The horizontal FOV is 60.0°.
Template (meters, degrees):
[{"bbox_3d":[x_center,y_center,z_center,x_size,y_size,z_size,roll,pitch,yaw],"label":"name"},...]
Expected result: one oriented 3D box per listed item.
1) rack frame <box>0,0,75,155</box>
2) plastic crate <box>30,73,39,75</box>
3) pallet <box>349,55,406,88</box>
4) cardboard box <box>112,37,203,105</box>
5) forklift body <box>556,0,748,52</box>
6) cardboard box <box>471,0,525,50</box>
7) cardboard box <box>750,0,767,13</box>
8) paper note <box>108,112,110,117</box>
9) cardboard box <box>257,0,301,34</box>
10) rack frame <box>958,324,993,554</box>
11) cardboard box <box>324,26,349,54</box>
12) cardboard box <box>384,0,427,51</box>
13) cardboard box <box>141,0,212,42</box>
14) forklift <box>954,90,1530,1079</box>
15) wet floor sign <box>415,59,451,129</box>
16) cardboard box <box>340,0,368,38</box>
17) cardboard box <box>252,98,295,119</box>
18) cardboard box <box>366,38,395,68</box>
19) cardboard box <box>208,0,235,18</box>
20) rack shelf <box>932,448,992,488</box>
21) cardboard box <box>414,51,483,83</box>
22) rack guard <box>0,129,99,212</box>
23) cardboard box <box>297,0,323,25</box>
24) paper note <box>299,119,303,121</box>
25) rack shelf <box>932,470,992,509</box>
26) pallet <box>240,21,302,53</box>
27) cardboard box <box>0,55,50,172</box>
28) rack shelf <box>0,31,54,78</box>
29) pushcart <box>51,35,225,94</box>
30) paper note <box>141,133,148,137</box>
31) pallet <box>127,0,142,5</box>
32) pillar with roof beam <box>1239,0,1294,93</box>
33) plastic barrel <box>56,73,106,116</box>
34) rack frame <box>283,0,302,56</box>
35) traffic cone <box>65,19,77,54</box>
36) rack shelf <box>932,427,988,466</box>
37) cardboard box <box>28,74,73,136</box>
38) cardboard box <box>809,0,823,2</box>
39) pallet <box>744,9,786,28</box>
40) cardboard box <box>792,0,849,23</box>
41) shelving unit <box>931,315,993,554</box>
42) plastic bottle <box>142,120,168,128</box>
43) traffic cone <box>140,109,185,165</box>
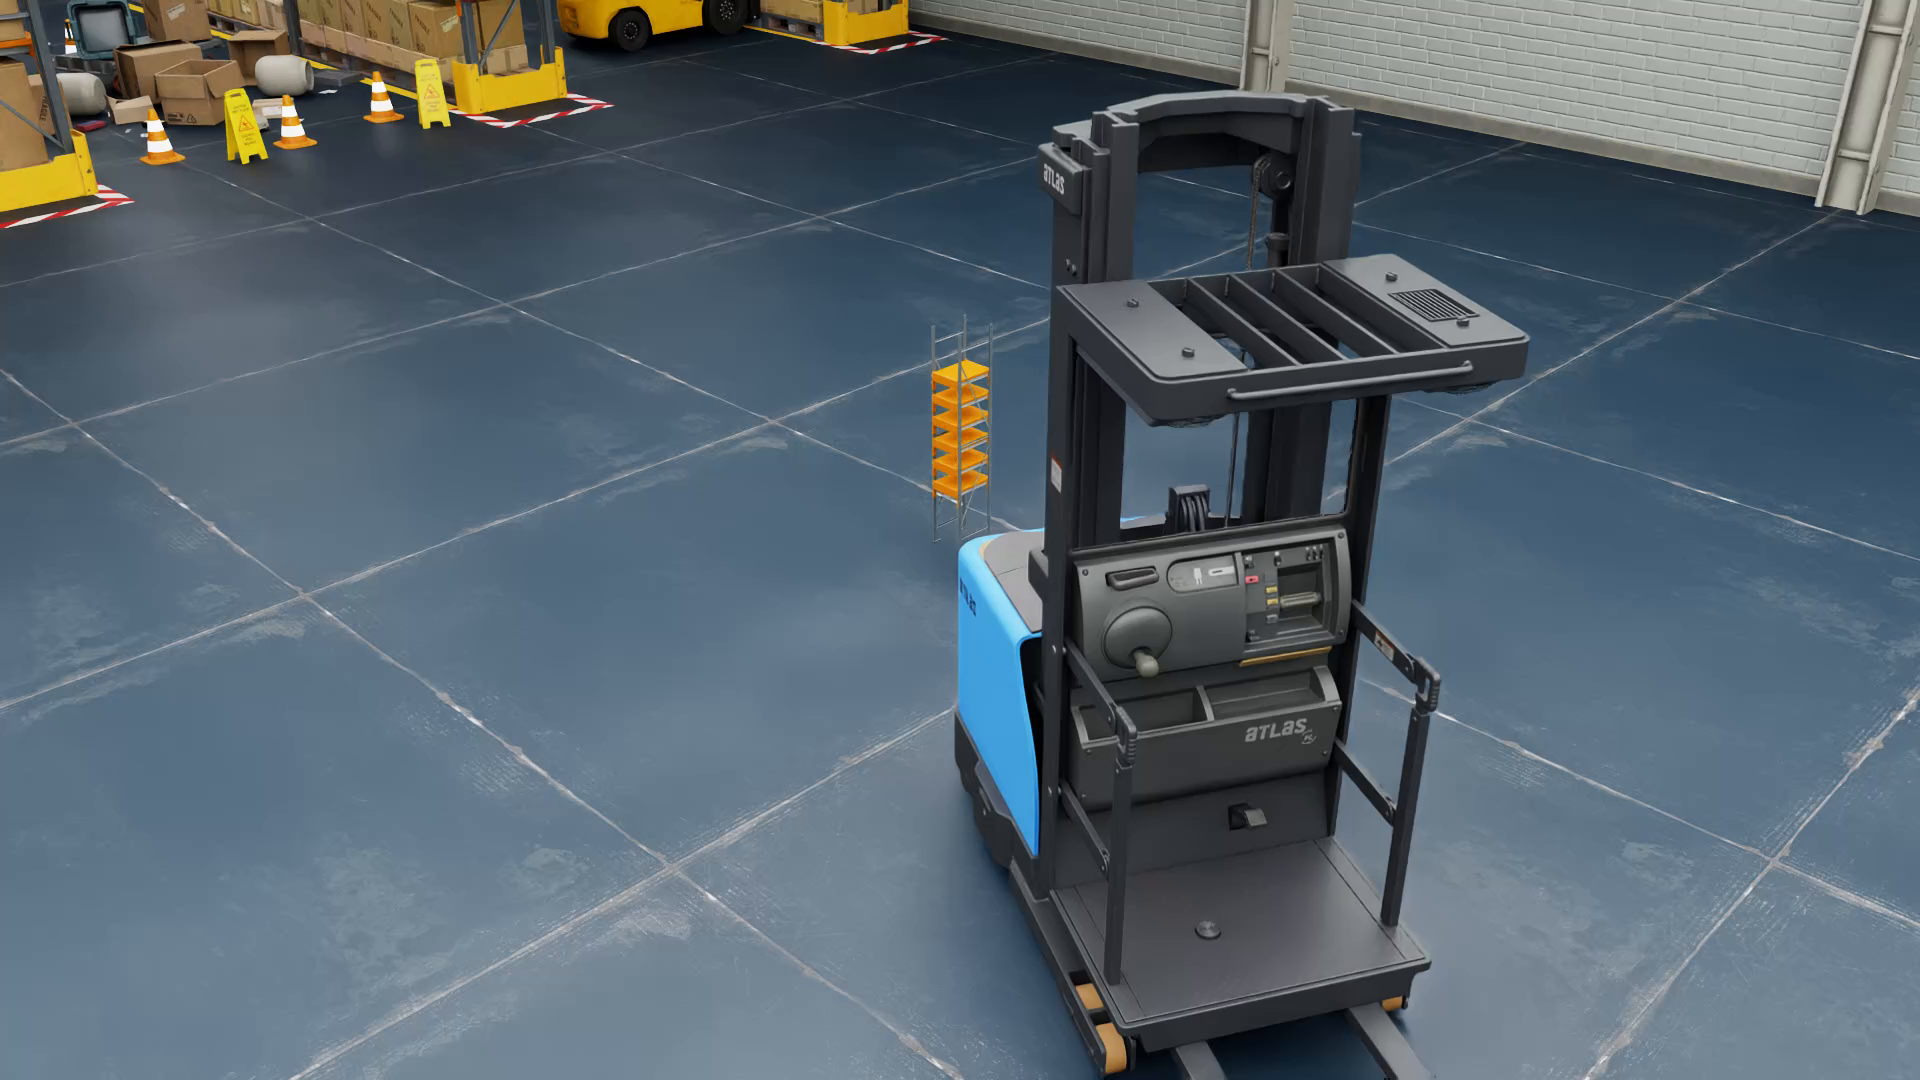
[{"bbox_3d":[-8.043,-4.228,13.567,0.127,3.000,1.000,25,36,38],"label":"rack frame"},{"bbox_3d":[-9.853,-4.692,17.409,0.450,0.188,0.662,-16,30,-9],"label":"plastic crate"},{"bbox_3d":[-6.119,-5.369,18.733,1.213,0.211,1.003,25,36,38],"label":"pallet"},{"bbox_3d":[-8.345,-4.894,17.370,0.503,0.637,0.797,25,36,38],"label":"cardboard box"},{"bbox_3d":[-3.798,-7.189,20.112,1.214,2.155,2.313,25,36,38],"label":"forklift body"},{"bbox_3d":[-5.043,-5.567,17.811,0.500,0.500,0.500,23,36,37],"label":"cardboard box"},{"bbox_3d":[-2.422,-6.901,21.154,0.500,0.250,0.500,-25,37,-39],"label":"cardboard box"},{"bbox_3d":[-8.644,-4.379,17.054,0.172,0.023,0.155,-13,30,-22],"label":"paper note"},{"bbox_3d":[-7.873,-6.402,20.074,0.950,0.372,0.625,-25,37,-39],"label":"cardboard box"},{"bbox_3d":[0.076,-0.496,8.405,0.006,1.200,0.240,25,36,38],"label":"rack frame"},{"bbox_3d":[-6.877,-5.725,18.918,0.500,0.250,0.500,-23,35,-36],"label":"cardboard box"},{"bbox_3d":[-5.773,-5.548,17.776,0.500,0.500,0.500,-24,36,-37],"label":"cardboard box"},{"bbox_3d":[-8.723,-5.837,18.499,0.500,0.500,0.500,25,36,38],"label":"cardboard box"},{"bbox_3d":[0.882,0.241,5.141,1.130,2.935,3.031,-8,29,-14],"label":"forklift"},{"bbox_3d":[-5.259,-4.444,16.509,0.267,0.644,0.232,-13,30,-22],"label":"wet floor sign"},{"bbox_3d":[-6.507,-5.887,18.420,0.500,0.500,0.500,-23,35,-37],"label":"cardboard box"},{"bbox_3d":[-6.995,-4.399,16.955,0.380,0.149,0.250,-7,29,-14],"label":"cardboard box"},{"bbox_3d":[-6.151,-5.387,18.276,0.500,0.250,0.500,23,35,37],"label":"cardboard box"},{"bbox_3d":[-8.885,-6.861,20.948,0.950,0.372,0.625,-24,36,-38],"label":"cardboard box"},{"bbox_3d":[0.010,-0.381,8.538,0.180,0.103,0.258,25,36,38],"label":"rack shelf"},{"bbox_3d":[-5.427,-5.054,17.643,0.500,0.250,0.500,24,36,38],"label":"cardboard box"},{"bbox_3d":[-8.026,-3.113,14.134,0.348,0.500,1.175,25,36,38],"label":"rack guard"},{"bbox_3d":[-7.265,-6.227,19.067,0.500,0.500,0.500,-23,36,-37],"label":"cardboard box"},{"bbox_3d":[-6.714,-4.237,16.775,0.142,0.019,0.148,12,30,22],"label":"paper note"},{"bbox_3d":[0.010,-0.275,8.594,0.180,0.103,0.258,25,36,38],"label":"rack shelf"},{"bbox_3d":[-8.053,-6.228,20.367,1.213,0.211,1.003,25,36,38],"label":"pallet"},{"bbox_3d":[-8.573,-3.672,14.343,0.875,0.875,0.875,25,37,39],"label":"cardboard box"},{"bbox_3d":[-9.469,-4.562,14.976,4.000,0.370,1.077,25,36,38],"label":"rack shelf"},{"bbox_3d":[-9.060,-5.275,18.376,0.936,0.377,1.648,12,30,22],"label":"pushcart"},{"bbox_3d":[-7.941,-3.974,16.277,0.144,0.017,0.142,-13,30,-22],"label":"paper note"},{"bbox_3d":[-10.859,-7.562,22.904,1.213,0.211,1.003,25,36,38],"label":"pallet"},{"bbox_3d":[0.228,-7.347,13.053,0.400,9.000,9.100,25,36,38],"label":"pillar with roof beam"},{"bbox_3d":[-9.011,-4.531,16.913,0.512,0.421,0.421,-3,28,-5],"label":"plastic barrel"},{"bbox_3d":[-7.497,-7.208,19.236,0.127,3.000,1.000,25,36,38],"label":"rack frame"},{"bbox_3d":[-10.271,-5.788,19.261,0.334,0.463,0.336,25,36,38],"label":"traffic cone"},{"bbox_3d":[0.010,-0.487,8.482,0.180,0.103,0.258,25,36,38],"label":"rack shelf"},{"bbox_3d":[-9.069,-4.262,16.315,0.500,0.500,0.500,-18,33,-31],"label":"cardboard box"},{"bbox_3d":[-1.734,-6.797,20.420,0.500,0.250,0.500,24,36,38],"label":"cardboard box"},{"bbox_3d":[-2.608,-6.951,21.743,1.213,0.211,1.003,25,36,38],"label":"pallet"},{"bbox_3d":[-1.724,-6.569,20.523,0.500,0.250,0.500,25,37,39],"label":"cardboard box"},{"bbox_3d":[0.010,-0.526,8.462,0.189,1.200,0.258,25,36,38],"label":"shelving unit"},{"bbox_3d":[-8.046,-4.143,16.564,0.283,0.061,0.133,12,30,22],"label":"plastic bottle"},{"bbox_3d":[-7.426,-3.749,15.383,0.334,0.463,0.336,25,36,38],"label":"traffic cone"}]
